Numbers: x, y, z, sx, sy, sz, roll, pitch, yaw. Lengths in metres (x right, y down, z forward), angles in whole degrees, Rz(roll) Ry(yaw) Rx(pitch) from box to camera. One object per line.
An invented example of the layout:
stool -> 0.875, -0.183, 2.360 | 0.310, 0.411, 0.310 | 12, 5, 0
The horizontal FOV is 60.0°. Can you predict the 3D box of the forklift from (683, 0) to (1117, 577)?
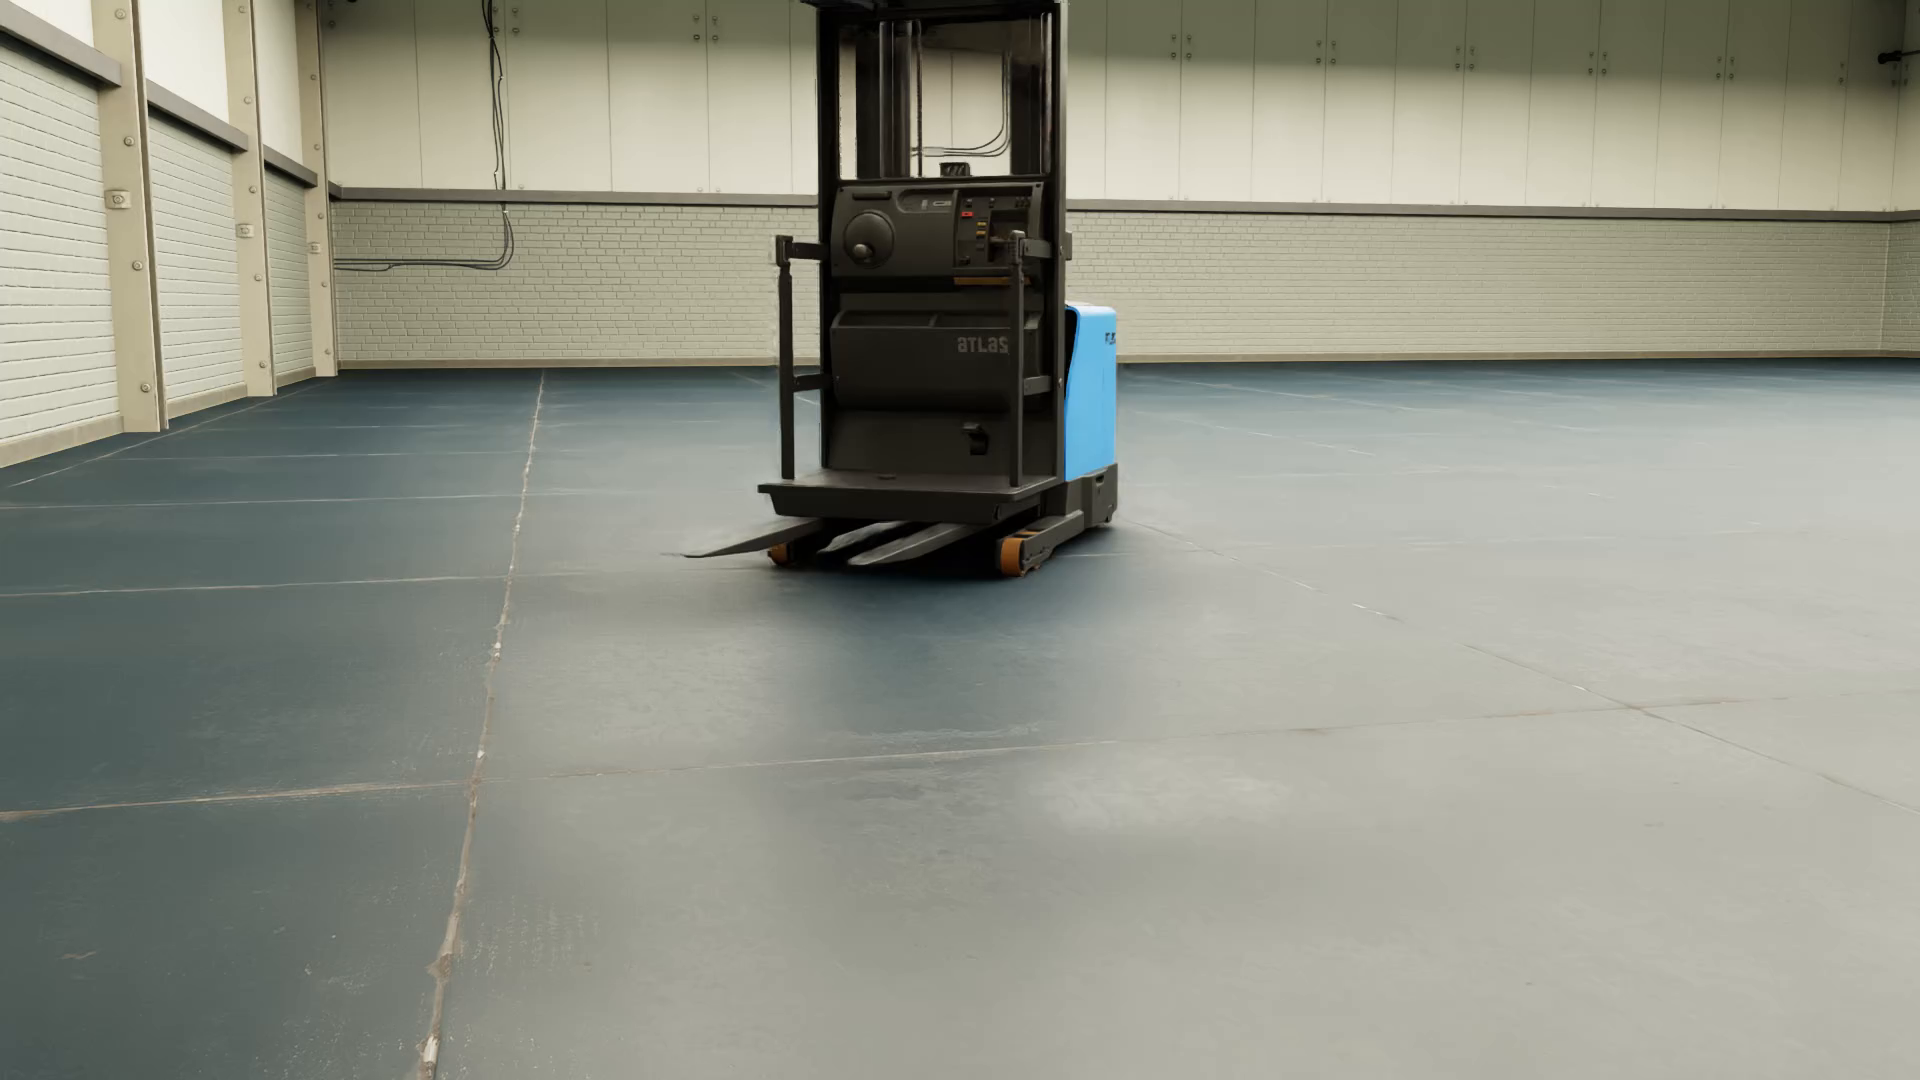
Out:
forklift -> -0.165, -1.362, 6.868 | 1.130, 2.935, 3.031 | 3, 8, 18
